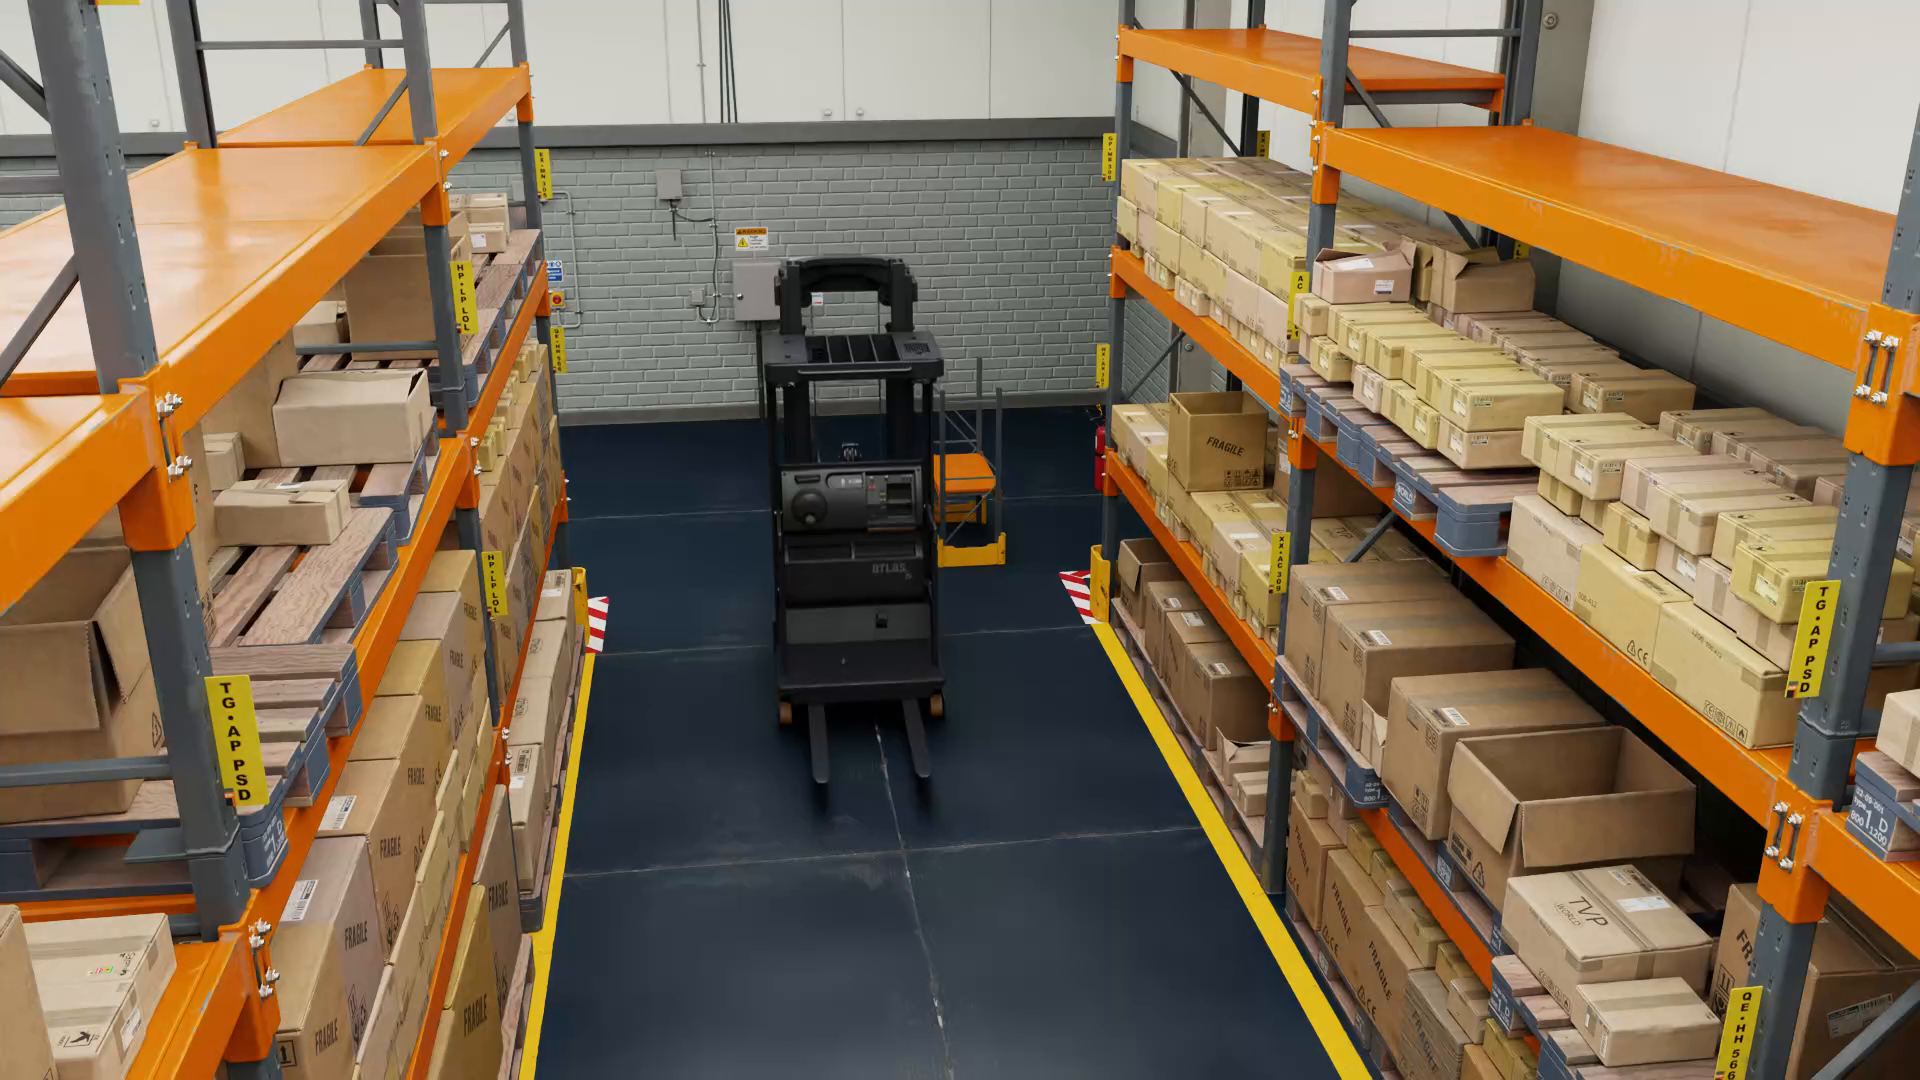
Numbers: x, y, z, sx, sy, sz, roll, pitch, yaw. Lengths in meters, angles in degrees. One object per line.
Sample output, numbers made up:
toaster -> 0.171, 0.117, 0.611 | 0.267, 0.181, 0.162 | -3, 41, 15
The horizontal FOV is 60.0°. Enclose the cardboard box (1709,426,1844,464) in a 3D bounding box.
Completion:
cardboard box -> 2.803, -0.277, 5.676 | 0.380, 0.149, 0.250 | -3, 21, -8

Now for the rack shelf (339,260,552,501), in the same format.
rack shelf -> -3.038, -1.016, 9.463 | 1.077, 0.370, 4.000 | -3, 21, -8

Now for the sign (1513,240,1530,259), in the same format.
sign -> 2.711, -1.368, 8.076 | 0.100, 0.325, 0.005 | -3, 21, -8

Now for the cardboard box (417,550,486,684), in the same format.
cardboard box -> -2.436, 0.372, 7.436 | 0.500, 0.500, 0.500 | -2, 21, -6

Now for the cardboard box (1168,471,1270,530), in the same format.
cardboard box -> 1.628, -0.264, 10.499 | 0.500, 0.250, 0.500 | -3, 21, -9

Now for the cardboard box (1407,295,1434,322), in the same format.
cardboard box -> 2.321, -1.079, 7.796 | 0.380, 0.149, 0.250 | -3, 21, -9

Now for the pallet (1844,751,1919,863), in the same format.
pallet -> 2.925, 0.792, 3.865 | 1.213, 0.211, 1.003 | -2, 21, -5

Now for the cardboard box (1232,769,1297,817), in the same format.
cardboard box -> 1.791, 1.454, 9.584 | 0.380, 0.149, 0.250 | -4, 21, -9

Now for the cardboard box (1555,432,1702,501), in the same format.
cardboard box -> 2.248, -0.249, 5.602 | 0.380, 0.149, 0.250 | -3, 21, -9

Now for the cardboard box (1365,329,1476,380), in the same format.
cardboard box -> 1.938, -0.785, 7.008 | 0.380, 0.149, 0.250 | -3, 21, -9

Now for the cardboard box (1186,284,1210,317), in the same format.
cardboard box -> 1.567, -1.435, 9.918 | 0.380, 0.149, 0.250 | -2, 21, -7

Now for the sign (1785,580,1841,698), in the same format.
sign -> 2.201, 0.258, 4.287 | 0.100, 0.325, 0.005 | -3, 21, -8

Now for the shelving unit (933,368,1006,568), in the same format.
shelving unit -> 0.011, -0.676, 13.957 | 0.587, 1.500, 1.083 | -3, 21, -8

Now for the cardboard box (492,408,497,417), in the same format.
cardboard box -> -2.772, -0.636, 9.207 | 0.380, 0.149, 0.250 | -3, 21, -8

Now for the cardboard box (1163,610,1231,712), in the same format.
cardboard box -> 1.642, 0.785, 10.873 | 0.500, 0.500, 0.500 | -3, 21, -7

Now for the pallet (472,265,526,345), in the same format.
pallet -> -3.029, -1.324, 9.387 | 1.003, 0.211, 1.213 | -3, 21, -8

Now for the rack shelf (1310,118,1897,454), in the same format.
rack shelf -> 2.450, -1.100, 5.974 | 1.077, 0.370, 4.000 | -3, 21, -8

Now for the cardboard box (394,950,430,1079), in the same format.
cardboard box -> -2.156, 1.659, 5.775 | 0.500, 0.250, 0.500 | -2, 21, -6

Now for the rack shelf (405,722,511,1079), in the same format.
rack shelf -> -2.461, 1.775, 6.280 | 1.077, 0.370, 4.000 | -3, 21, -8

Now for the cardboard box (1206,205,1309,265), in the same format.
cardboard box -> 1.704, -1.729, 9.419 | 0.500, 0.250, 0.500 | -3, 21, -7

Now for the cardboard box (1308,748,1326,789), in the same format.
cardboard box -> 2.010, 1.159, 8.520 | 0.380, 0.149, 0.250 | -3, 21, -9

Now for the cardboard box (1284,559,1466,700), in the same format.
cardboard box -> 2.010, 0.429, 8.112 | 0.700, 0.500, 0.500 | -2, 21, -6

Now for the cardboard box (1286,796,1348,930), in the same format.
cardboard box -> 2.009, 1.647, 8.567 | 0.500, 0.500, 0.500 | -2, 21, -5

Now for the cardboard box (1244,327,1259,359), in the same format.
cardboard box -> 1.756, -1.082, 8.972 | 0.380, 0.149, 0.250 | -2, 21, -6

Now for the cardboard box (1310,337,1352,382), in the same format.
cardboard box -> 1.814, -0.823, 7.535 | 0.380, 0.149, 0.250 | -3, 21, -7

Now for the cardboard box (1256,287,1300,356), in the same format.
cardboard box -> 1.845, -1.135, 8.545 | 0.500, 0.250, 0.500 | -3, 21, -8

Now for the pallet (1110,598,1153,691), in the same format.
pallet -> 1.712, 0.717, 12.069 | 1.003, 0.211, 1.213 | -3, 21, -8

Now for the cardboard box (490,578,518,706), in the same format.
cardboard box -> -2.558, 0.523, 8.461 | 0.500, 0.500, 0.500 | -2, 21, -6

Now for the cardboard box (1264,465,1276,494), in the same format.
cardboard box -> 2.129, -0.283, 10.551 | 0.500, 0.250, 0.500 | -3, 21, -8

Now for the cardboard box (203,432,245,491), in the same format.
cardboard box -> -2.913, -0.292, 6.231 | 0.380, 0.166, 0.250 | -4, 21, -11

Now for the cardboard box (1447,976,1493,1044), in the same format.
cardboard box -> 2.253, 1.930, 6.881 | 0.380, 0.149, 0.250 | -4, 21, -10

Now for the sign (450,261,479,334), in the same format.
sign -> -2.214, -1.080, 7.420 | 0.100, 0.325, 0.005 | -3, 21, -8

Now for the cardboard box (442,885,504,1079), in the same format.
cardboard box -> -2.443, 2.067, 6.906 | 0.875, 0.875, 0.875 | -2, 21, -6

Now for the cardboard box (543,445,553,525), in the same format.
cardboard box -> -2.937, -0.358, 10.820 | 0.500, 0.500, 0.500 | -3, 21, -9

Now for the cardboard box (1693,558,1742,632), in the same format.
cardboard box -> 2.431, 0.155, 4.945 | 0.380, 0.149, 0.250 | -3, 21, -9

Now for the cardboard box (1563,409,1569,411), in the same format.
cardboard box -> 2.551, -0.491, 6.647 | 0.380, 0.149, 0.250 | -3, 21, -8

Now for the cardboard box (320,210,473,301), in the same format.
cardboard box -> -2.975, -1.417, 8.620 | 0.797, 0.503, 0.637 | -1, 21, -4

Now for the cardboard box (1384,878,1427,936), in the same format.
cardboard box -> 2.167, 1.664, 7.592 | 0.380, 0.149, 0.250 | -3, 21, -8

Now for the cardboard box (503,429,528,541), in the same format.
cardboard box -> -2.708, -0.300, 9.235 | 0.500, 0.500, 0.500 | -3, 21, -7

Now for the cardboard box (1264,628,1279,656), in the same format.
cardboard box -> 1.866, 0.513, 8.987 | 0.380, 0.149, 0.250 | -3, 21, -7

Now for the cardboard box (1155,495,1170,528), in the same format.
cardboard box -> 1.498, -0.198, 10.891 | 0.380, 0.149, 0.250 | -4, 21, -9

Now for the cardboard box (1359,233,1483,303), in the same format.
cardboard box -> 2.372, -1.401, 8.541 | 0.500, 0.250, 0.500 | -3, 21, -8

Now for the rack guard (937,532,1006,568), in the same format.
rack guard -> 0.083, 0.082, 13.714 | 0.587, 0.250, 0.087 | -3, 21, -8

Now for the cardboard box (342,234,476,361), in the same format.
cardboard box -> -2.626, -1.165, 7.949 | 0.500, 0.500, 0.500 | -3, 21, -7

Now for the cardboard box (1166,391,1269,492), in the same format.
cardboard box -> 1.601, -0.622, 10.386 | 0.500, 0.500, 0.500 | -2, 21, -6

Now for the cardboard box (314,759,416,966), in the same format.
cardboard box -> -2.142, 1.081, 5.538 | 0.500, 0.500, 0.500 | -2, 21, -6

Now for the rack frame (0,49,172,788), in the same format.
rack frame -> -2.169, -0.680, 3.251 | 0.949, 2.616, 0.053 | -3, 21, -8

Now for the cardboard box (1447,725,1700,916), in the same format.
cardboard box -> 2.320, 1.077, 6.371 | 0.797, 0.503, 0.637 | -3, 21, -9

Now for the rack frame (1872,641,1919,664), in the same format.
rack frame -> 2.735, -0.932, 3.924 | 0.949, 2.616, 0.053 | -3, 21, -8

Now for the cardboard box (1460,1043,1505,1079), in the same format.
cardboard box -> 2.325, 2.362, 6.651 | 0.500, 0.500, 0.500 | -2, 21, -5

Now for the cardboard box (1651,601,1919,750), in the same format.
cardboard box -> 2.424, 0.378, 4.918 | 0.500, 0.250, 0.500 | -4, 21, -10

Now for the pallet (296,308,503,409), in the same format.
pallet -> -2.857, -0.902, 8.259 | 1.003, 0.211, 1.213 | -3, 21, -8

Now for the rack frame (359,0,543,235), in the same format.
rack frame -> -3.326, -3.450, 10.667 | 1.000, 3.000, 0.127 | -3, 21, -8

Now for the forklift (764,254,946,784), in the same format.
forklift -> -0.688, -0.271, 10.826 | 1.130, 2.935, 3.031 | -2, 21, -6

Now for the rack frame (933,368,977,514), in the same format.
rack frame -> -0.059, -0.849, 14.420 | 0.475, 1.308, 0.013 | -3, 21, -8

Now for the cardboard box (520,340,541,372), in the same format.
cardboard box -> -2.895, -1.173, 10.645 | 0.380, 0.149, 0.250 | -3, 21, -8

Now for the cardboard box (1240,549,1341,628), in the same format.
cardboard box -> 1.847, 0.260, 9.095 | 0.500, 0.250, 0.500 | -2, 21, -6

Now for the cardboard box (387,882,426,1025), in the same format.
cardboard box -> -2.134, 1.426, 5.685 | 0.500, 0.250, 0.500 | -3, 21, -8
